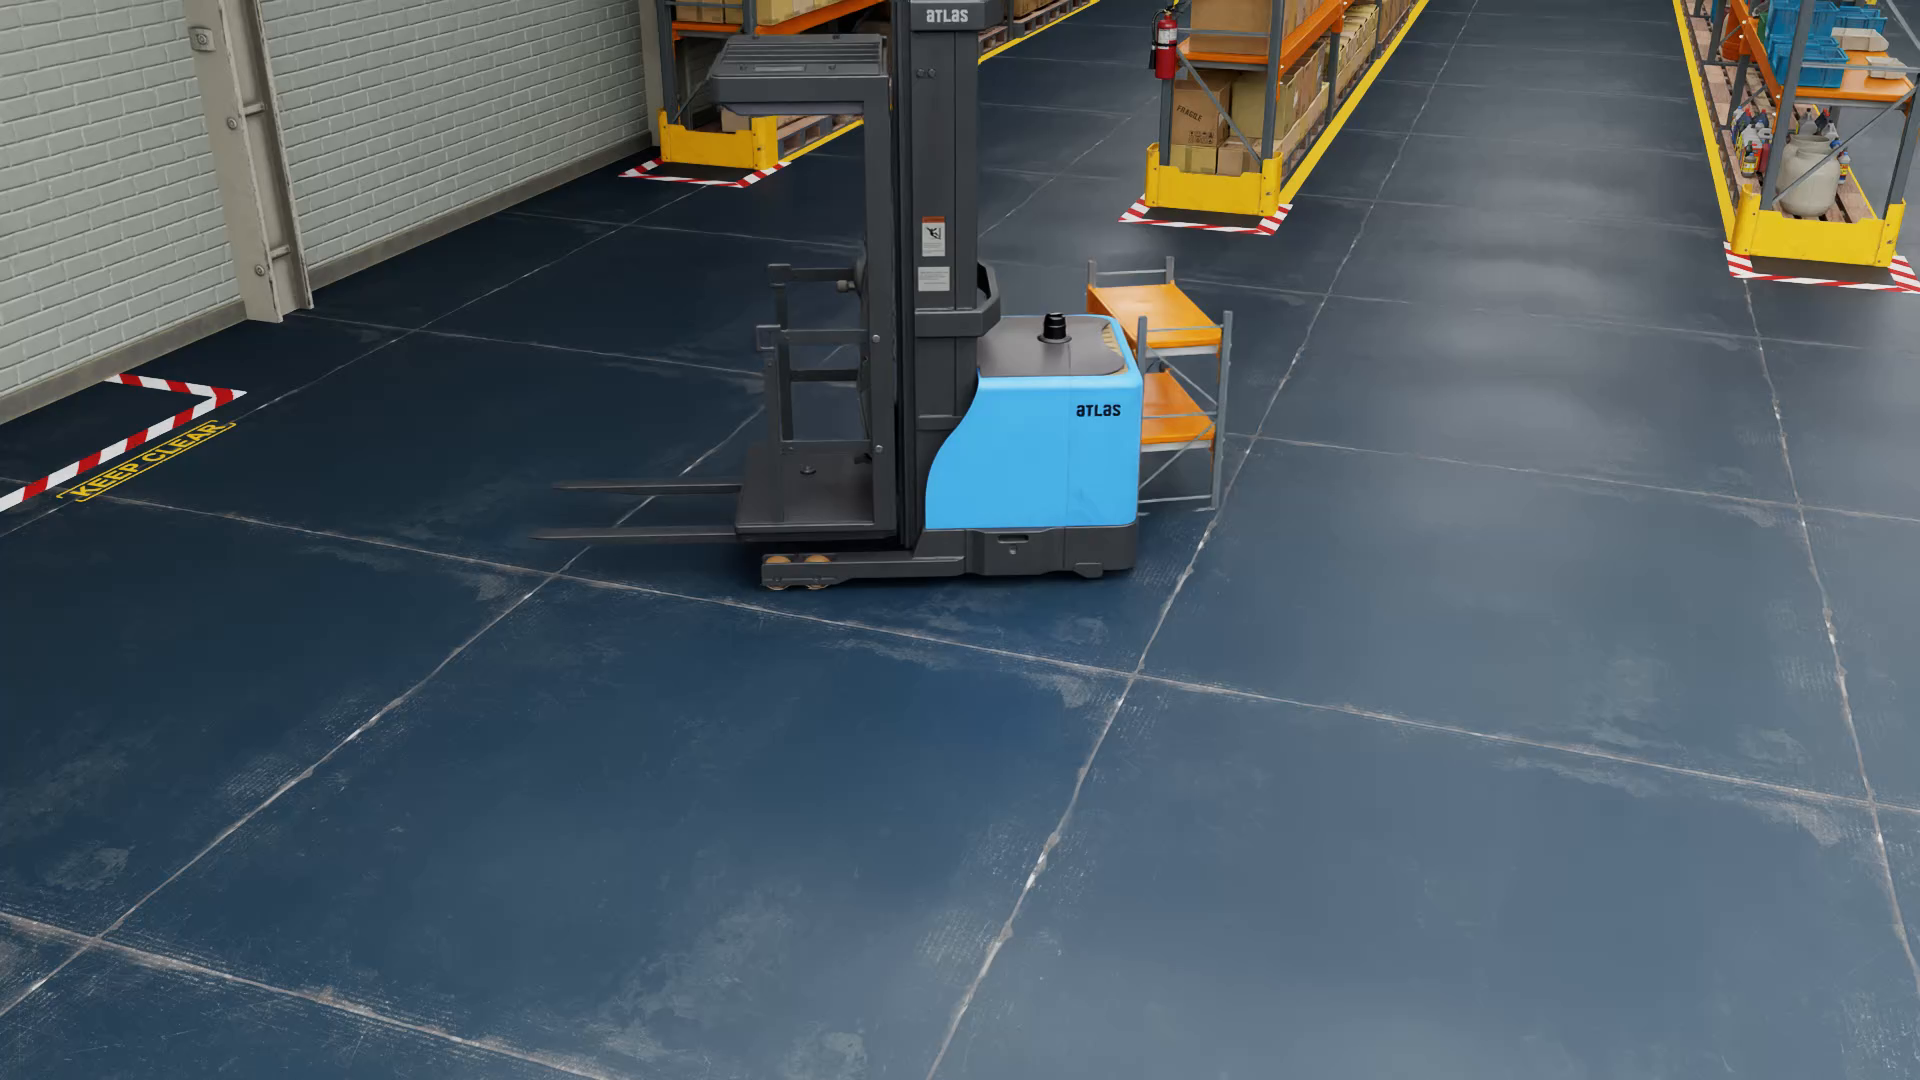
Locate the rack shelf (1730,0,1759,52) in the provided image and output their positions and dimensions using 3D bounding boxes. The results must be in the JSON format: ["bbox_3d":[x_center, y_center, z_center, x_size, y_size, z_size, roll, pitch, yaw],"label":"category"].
[{"bbox_3d":[8.928,-5.775,18.061,1.077,0.370,4.000,9,27,17],"label":"rack shelf"}]

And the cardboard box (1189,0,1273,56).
[{"bbox_3d":[2.429,-4.588,14.670,0.700,0.500,0.500,9,27,17],"label":"cardboard box"}]

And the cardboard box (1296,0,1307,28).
[{"bbox_3d":[2.942,-5.225,15.984,0.700,0.500,0.500,10,27,19],"label":"cardboard box"}]

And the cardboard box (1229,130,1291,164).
[{"bbox_3d":[2.813,-3.699,15.621,0.500,0.250,0.500,9,27,17],"label":"cardboard box"}]

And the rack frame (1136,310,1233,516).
[{"bbox_3d":[1.164,-0.659,8.820,0.500,1.125,0.032,-5,26,-10],"label":"rack frame"}]

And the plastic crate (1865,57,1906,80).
[{"bbox_3d":[7.533,-3.836,13.533,0.298,0.136,0.250,9,27,17],"label":"plastic crate"}]

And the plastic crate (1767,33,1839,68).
[{"bbox_3d":[7.038,-4.082,13.908,0.499,0.251,0.408,9,27,17],"label":"plastic crate"}]

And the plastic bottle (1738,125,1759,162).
[{"bbox_3d":[7.337,-3.683,15.449,0.144,0.351,0.185,10,28,20],"label":"plastic bottle"}]

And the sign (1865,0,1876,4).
[{"bbox_3d":[8.778,-5.317,15.973,0.100,0.325,0.005,9,27,17],"label":"sign"}]

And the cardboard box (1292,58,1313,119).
[{"bbox_3d":[3.152,-4.446,16.304,0.500,0.500,0.500,9,27,17],"label":"cardboard box"}]

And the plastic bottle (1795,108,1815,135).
[{"bbox_3d":[8.184,-3.997,16.099,0.144,0.351,0.185,9,27,17],"label":"plastic bottle"}]

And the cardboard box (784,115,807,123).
[{"bbox_3d":[-1.906,-4.563,17.314,0.500,0.311,0.500,11,28,22],"label":"cardboard box"}]

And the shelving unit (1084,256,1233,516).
[{"bbox_3d":[1.070,-0.877,9.270,0.538,1.125,1.048,-5,26,-10],"label":"shelving unit"}]

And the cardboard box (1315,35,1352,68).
[{"bbox_3d":[4.137,-5.540,18.779,0.500,0.311,0.500,8,27,17],"label":"cardboard box"}]

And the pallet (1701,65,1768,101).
[{"bbox_3d":[9.300,-5.353,19.564,1.003,0.211,1.213,9,27,17],"label":"pallet"}]

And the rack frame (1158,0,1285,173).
[{"bbox_3d":[2.262,-4.353,14.299,1.000,3.000,0.127,9,27,17],"label":"rack frame"}]

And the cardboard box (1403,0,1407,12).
[{"bbox_3d":[6.189,-7.911,24.011,0.500,0.500,0.500,9,27,18],"label":"cardboard box"}]

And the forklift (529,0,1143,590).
[{"bbox_3d":[-0.644,-1.307,8.086,3.031,2.935,1.130,-1,26,-2],"label":"forklift"}]

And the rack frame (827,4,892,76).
[{"bbox_3d":[-1.080,-6.714,19.174,1.000,3.000,0.127,9,27,17],"label":"rack frame"}]

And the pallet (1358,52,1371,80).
[{"bbox_3d":[4.613,-6.053,21.010,1.003,0.211,1.213,9,27,17],"label":"pallet"}]

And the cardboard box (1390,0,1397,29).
[{"bbox_3d":[5.686,-7.281,22.709,0.500,0.500,0.500,8,27,17],"label":"cardboard box"}]

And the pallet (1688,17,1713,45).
[{"bbox_3d":[10.629,-6.999,22.963,1.003,0.211,1.213,9,27,17],"label":"pallet"}]

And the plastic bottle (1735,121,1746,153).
[{"bbox_3d":[7.446,-3.842,15.855,0.061,0.283,0.133,10,28,20],"label":"plastic bottle"}]

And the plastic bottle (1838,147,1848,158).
[{"bbox_3d":[7.922,-3.399,14.940,0.061,0.283,0.133,9,27,18],"label":"plastic bottle"}]

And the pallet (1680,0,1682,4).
[{"bbox_3d":[11.945,-8.620,26.312,1.003,0.211,1.213,9,27,17],"label":"pallet"}]

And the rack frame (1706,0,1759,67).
[{"bbox_3d":[9.594,-6.921,19.602,1.000,3.000,0.127,9,27,17],"label":"rack frame"}]

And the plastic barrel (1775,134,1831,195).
[{"bbox_3d":[7.246,-3.190,14.270,0.421,0.512,0.421,0,26,0],"label":"plastic barrel"}]

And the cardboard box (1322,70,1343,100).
[{"bbox_3d":[3.961,-5.078,18.470,0.500,0.250,0.500,8,27,16],"label":"cardboard box"}]

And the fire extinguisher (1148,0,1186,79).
[{"bbox_3d":[1.785,-4.337,14.355,0.296,0.674,0.183,9,27,17],"label":"fire extinguisher"}]

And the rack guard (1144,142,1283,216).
[{"bbox_3d":[2.254,-3.218,14.823,1.175,0.500,0.348,9,27,17],"label":"rack guard"}]

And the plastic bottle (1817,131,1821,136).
[{"bbox_3d":[7.991,-3.684,15.528,0.061,0.283,0.133,9,27,17],"label":"plastic bottle"}]

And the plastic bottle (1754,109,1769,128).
[{"bbox_3d":[7.739,-3.990,16.085,0.144,0.351,0.185,9,27,17],"label":"plastic bottle"}]

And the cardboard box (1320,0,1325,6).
[{"bbox_3d":[3.451,-5.859,17.294,0.700,0.500,0.500,8,27,16],"label":"cardboard box"}]

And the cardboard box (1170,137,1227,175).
[{"bbox_3d":[2.162,-3.568,15.350,0.500,0.250,0.500,9,27,17],"label":"cardboard box"}]

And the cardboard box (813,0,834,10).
[{"bbox_3d":[-1.614,-5.590,17.002,0.500,0.250,0.500,8,27,17],"label":"cardboard box"}]

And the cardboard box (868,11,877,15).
[{"bbox_3d":[-0.726,-6.311,20.707,0.700,0.500,0.500,8,27,16],"label":"cardboard box"}]

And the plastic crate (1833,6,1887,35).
[{"bbox_3d":[8.151,-4.716,15.219,0.499,0.251,0.616,9,27,17],"label":"plastic crate"}]

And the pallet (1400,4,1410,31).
[{"bbox_3d":[6.020,-7.690,24.390,1.003,0.211,1.213,9,27,17],"label":"pallet"}]

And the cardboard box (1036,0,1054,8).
[{"bbox_3d":[0.917,-8.221,24.273,0.750,0.750,0.750,9,27,17],"label":"cardboard box"}]

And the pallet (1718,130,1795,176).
[{"bbox_3d":[8.000,-3.752,16.257,1.003,0.211,1.213,9,27,17],"label":"pallet"}]

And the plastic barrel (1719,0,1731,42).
[{"bbox_3d":[10.116,-6.692,21.415,0.600,0.588,0.708,9,27,17],"label":"plastic barrel"}]

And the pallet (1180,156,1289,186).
[{"bbox_3d":[2.477,-3.419,15.568,1.003,0.211,1.213,9,27,17],"label":"pallet"}]

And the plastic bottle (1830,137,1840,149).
[{"bbox_3d":[8.044,-3.569,15.304,0.097,0.271,0.097,0,26,0],"label":"plastic bottle"}]

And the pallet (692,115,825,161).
[{"bbox_3d":[-2.082,-4.175,17.131,1.003,0.211,1.213,9,27,17],"label":"pallet"}]

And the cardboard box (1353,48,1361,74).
[{"bbox_3d":[4.472,-5.710,19.775,0.500,0.250,0.500,9,27,18],"label":"cardboard box"}]

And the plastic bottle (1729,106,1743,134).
[{"bbox_3d":[7.743,-4.180,16.567,0.097,0.271,0.097,0,26,0],"label":"plastic bottle"}]

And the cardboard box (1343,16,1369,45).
[{"bbox_3d":[4.645,-6.172,20.085,0.500,0.311,0.500,9,27,17],"label":"cardboard box"}]

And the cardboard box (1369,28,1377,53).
[{"bbox_3d":[4.979,-6.341,21.077,0.500,0.250,0.500,9,27,19],"label":"cardboard box"}]

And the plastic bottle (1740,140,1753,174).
[{"bbox_3d":[7.151,-3.478,15.103,0.061,0.283,0.133,9,27,19],"label":"plastic bottle"}]

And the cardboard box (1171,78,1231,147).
[{"bbox_3d":[2.160,-3.906,15.188,0.500,0.500,0.500,9,27,17],"label":"cardboard box"}]

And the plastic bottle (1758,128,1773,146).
[{"bbox_3d":[7.547,-3.714,15.600,0.152,0.276,0.135,9,27,17],"label":"plastic bottle"}]

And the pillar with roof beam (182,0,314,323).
[{"bbox_3d":[-0.930,-5.093,8.943,9.100,9.000,0.400,9,27,17],"label":"pillar with roof beam"}]

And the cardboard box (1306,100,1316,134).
[{"bbox_3d":[3.317,-4.315,16.892,0.500,0.250,0.500,9,27,17],"label":"cardboard box"}]

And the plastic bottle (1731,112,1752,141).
[{"bbox_3d":[7.662,-4.045,16.283,0.152,0.276,0.135,10,27,19],"label":"plastic bottle"}]

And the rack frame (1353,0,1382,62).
[{"bbox_3d":[4.924,-7.641,21.089,1.000,3.000,0.127,9,27,17],"label":"rack frame"}]

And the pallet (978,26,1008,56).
[{"bbox_3d":[-0.010,-6.782,22.514,1.003,0.211,1.213,9,27,17],"label":"pallet"}]
